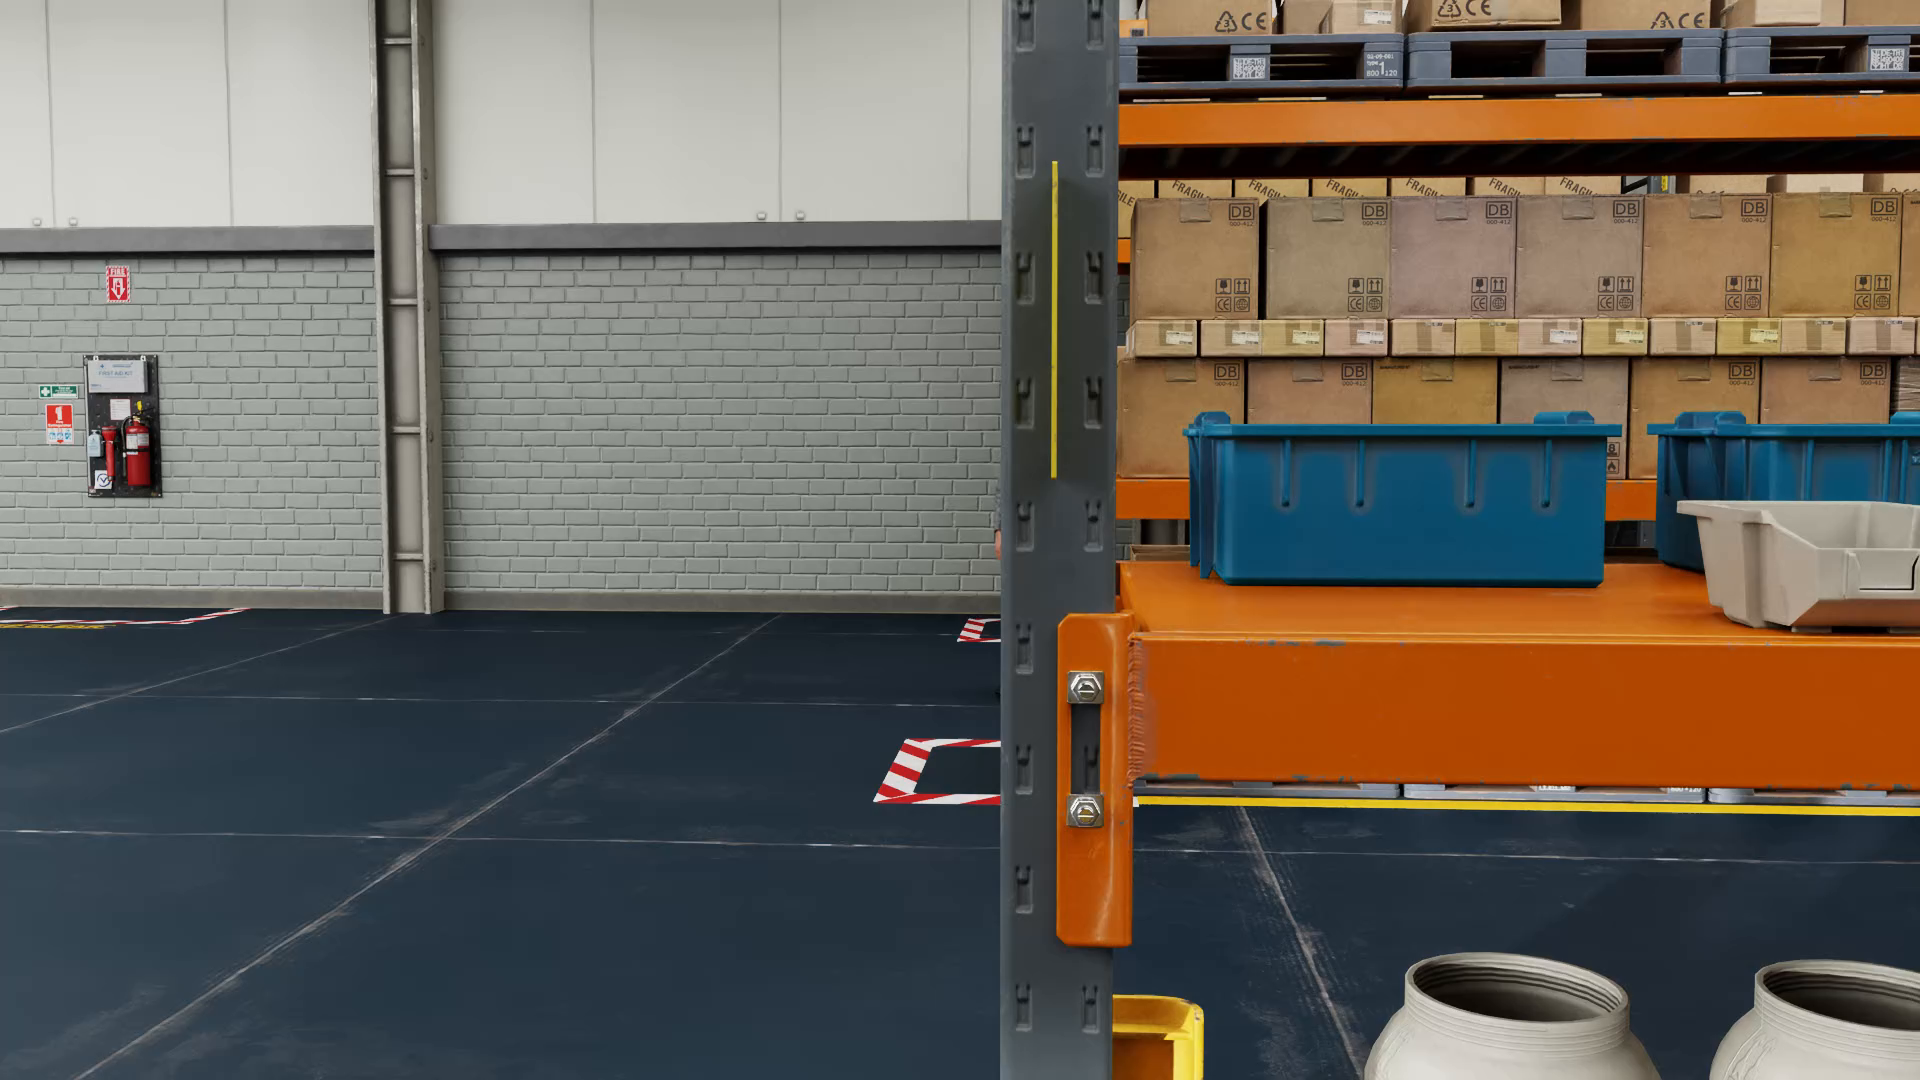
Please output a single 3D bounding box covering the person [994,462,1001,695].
[{"bbox_3d":[0.483,0.009,9.396,0.581,1.721,0.413,0,4,3],"label":"person"}]
